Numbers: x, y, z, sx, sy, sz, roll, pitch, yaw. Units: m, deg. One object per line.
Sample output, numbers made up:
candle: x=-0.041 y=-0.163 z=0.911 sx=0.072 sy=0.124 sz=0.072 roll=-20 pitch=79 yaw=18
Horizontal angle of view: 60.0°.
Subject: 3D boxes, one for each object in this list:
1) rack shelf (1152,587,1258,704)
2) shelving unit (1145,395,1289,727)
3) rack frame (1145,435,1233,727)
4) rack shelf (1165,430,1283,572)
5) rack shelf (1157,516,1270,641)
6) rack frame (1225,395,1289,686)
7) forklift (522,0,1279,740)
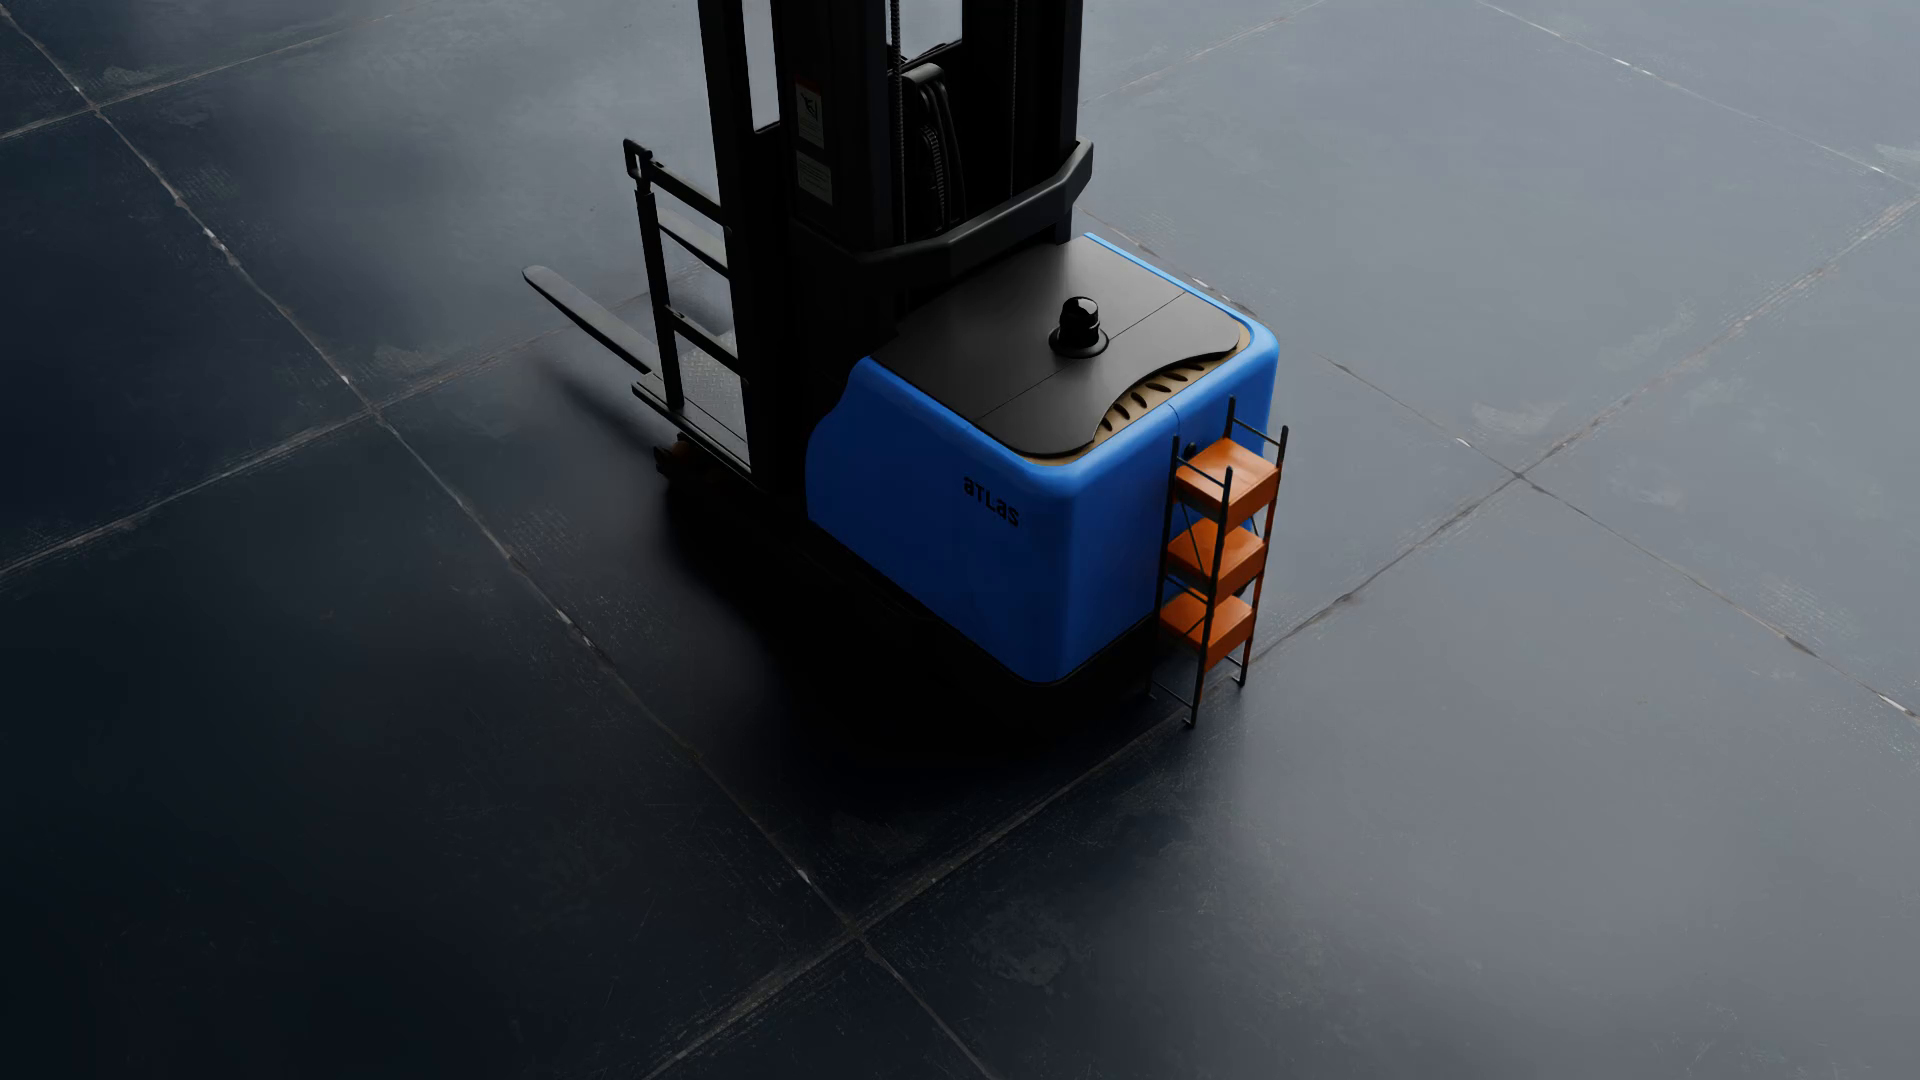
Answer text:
rack shelf: x=0.741 y=0.298 z=5.087 sx=0.240 sy=0.259 sz=0.215 roll=-34 pitch=53 yaw=-31
shelving unit: x=0.741 y=0.087 z=4.890 sx=0.252 sy=1.050 sz=0.215 roll=-34 pitch=53 yaw=-31
rack frame: x=0.654 y=0.146 z=4.827 sx=0.008 sy=1.050 sz=0.200 roll=-34 pitch=53 yaw=-31
rack shelf: x=0.740 y=-0.112 z=4.703 sx=0.240 sy=0.259 sz=0.215 roll=-34 pitch=53 yaw=-31
rack shelf: x=0.741 y=0.095 z=4.897 sx=0.240 sy=0.259 sz=0.215 roll=-34 pitch=53 yaw=-31
rack frame: x=0.827 y=0.028 z=4.953 sx=0.008 sy=1.050 sz=0.200 roll=-34 pitch=53 yaw=-31
forklift: x=-0.438 y=-1.379 z=5.078 sx=1.130 sy=2.935 sz=3.031 roll=-33 pitch=53 yaw=-30
